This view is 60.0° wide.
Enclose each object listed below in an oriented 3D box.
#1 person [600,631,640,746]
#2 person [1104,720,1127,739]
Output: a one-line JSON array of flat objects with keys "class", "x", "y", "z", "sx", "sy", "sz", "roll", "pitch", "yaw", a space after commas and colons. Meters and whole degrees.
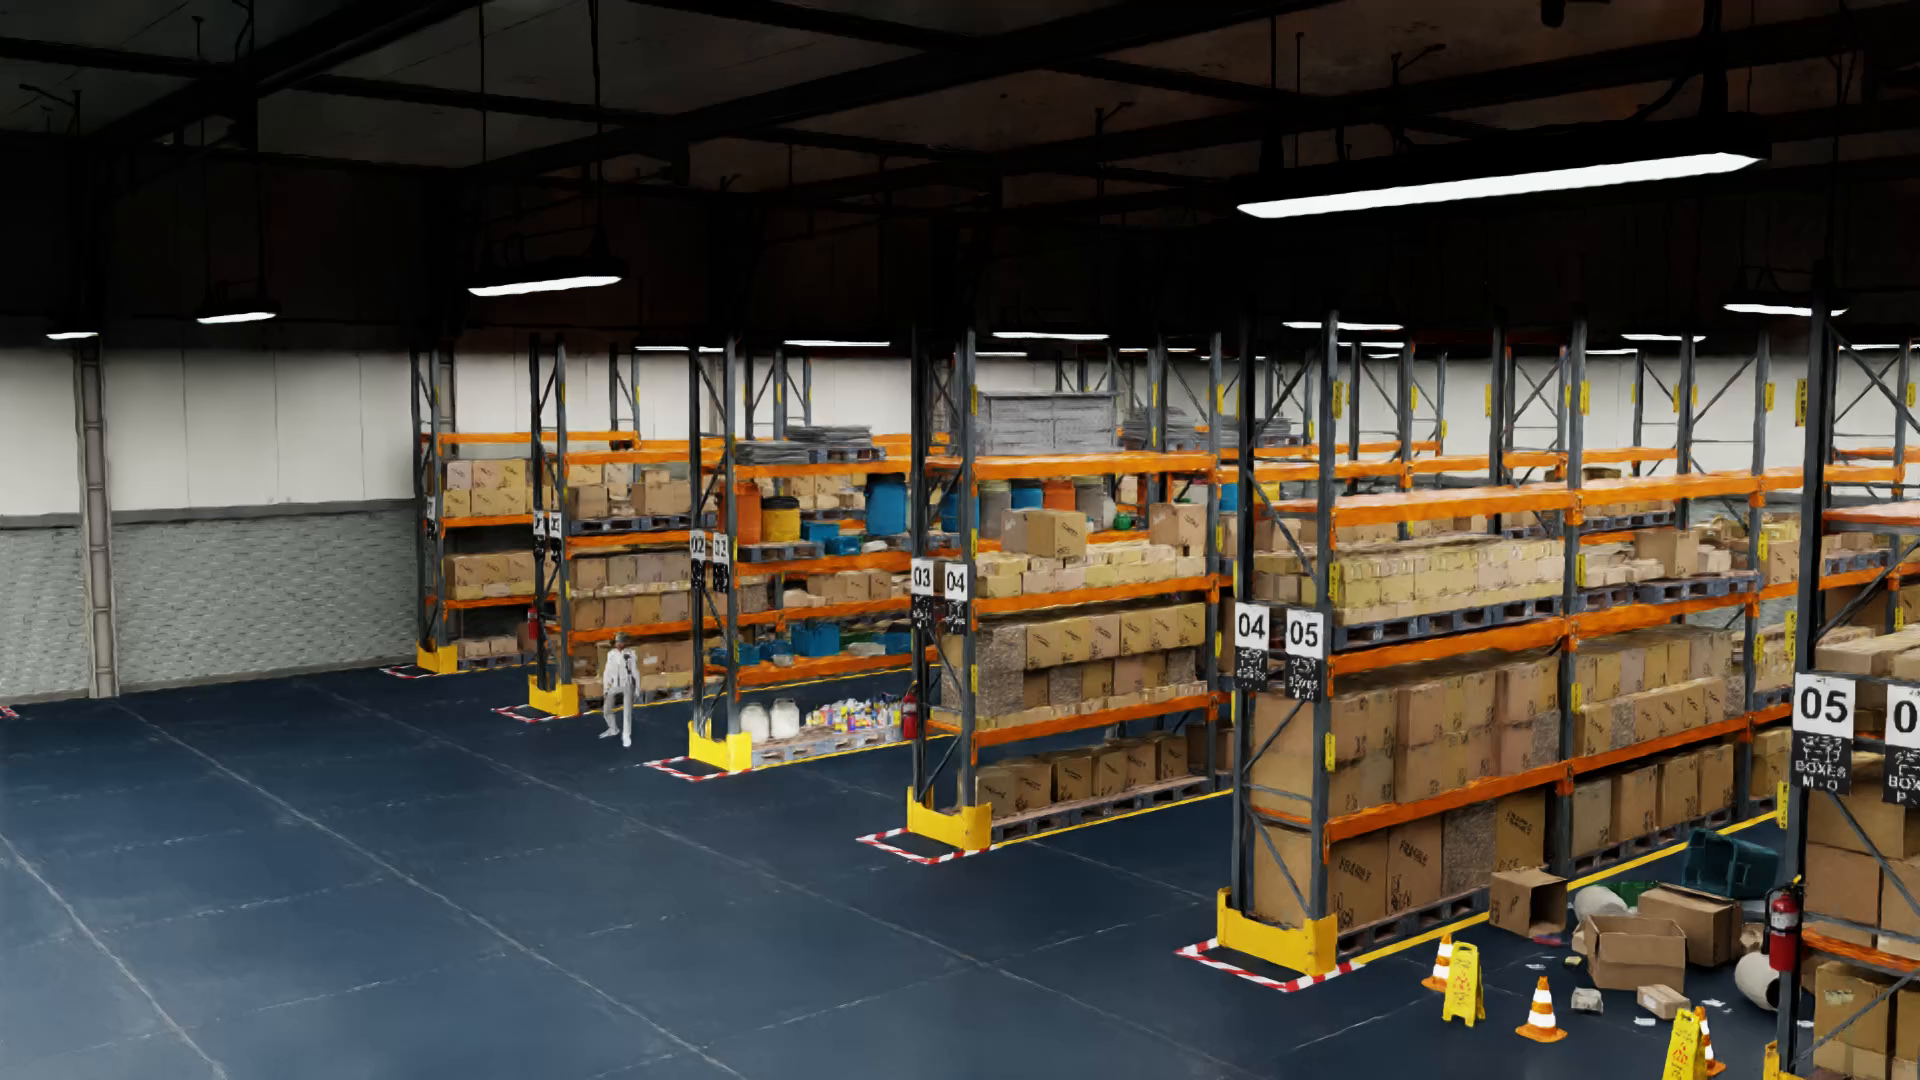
[{"class": "person", "x": -4.942, "y": 2.121, "z": 23.999, "sx": 0.669, "sy": 1.663, "sz": 0.500, "roll": 1, "pitch": 5, "yaw": 9}, {"class": "person", "x": 2.227, "y": 2.183, "z": 23.094, "sx": 0.416, "sy": 1.677, "sz": 0.537, "roll": 2, "pitch": 6, "yaw": 19}]
